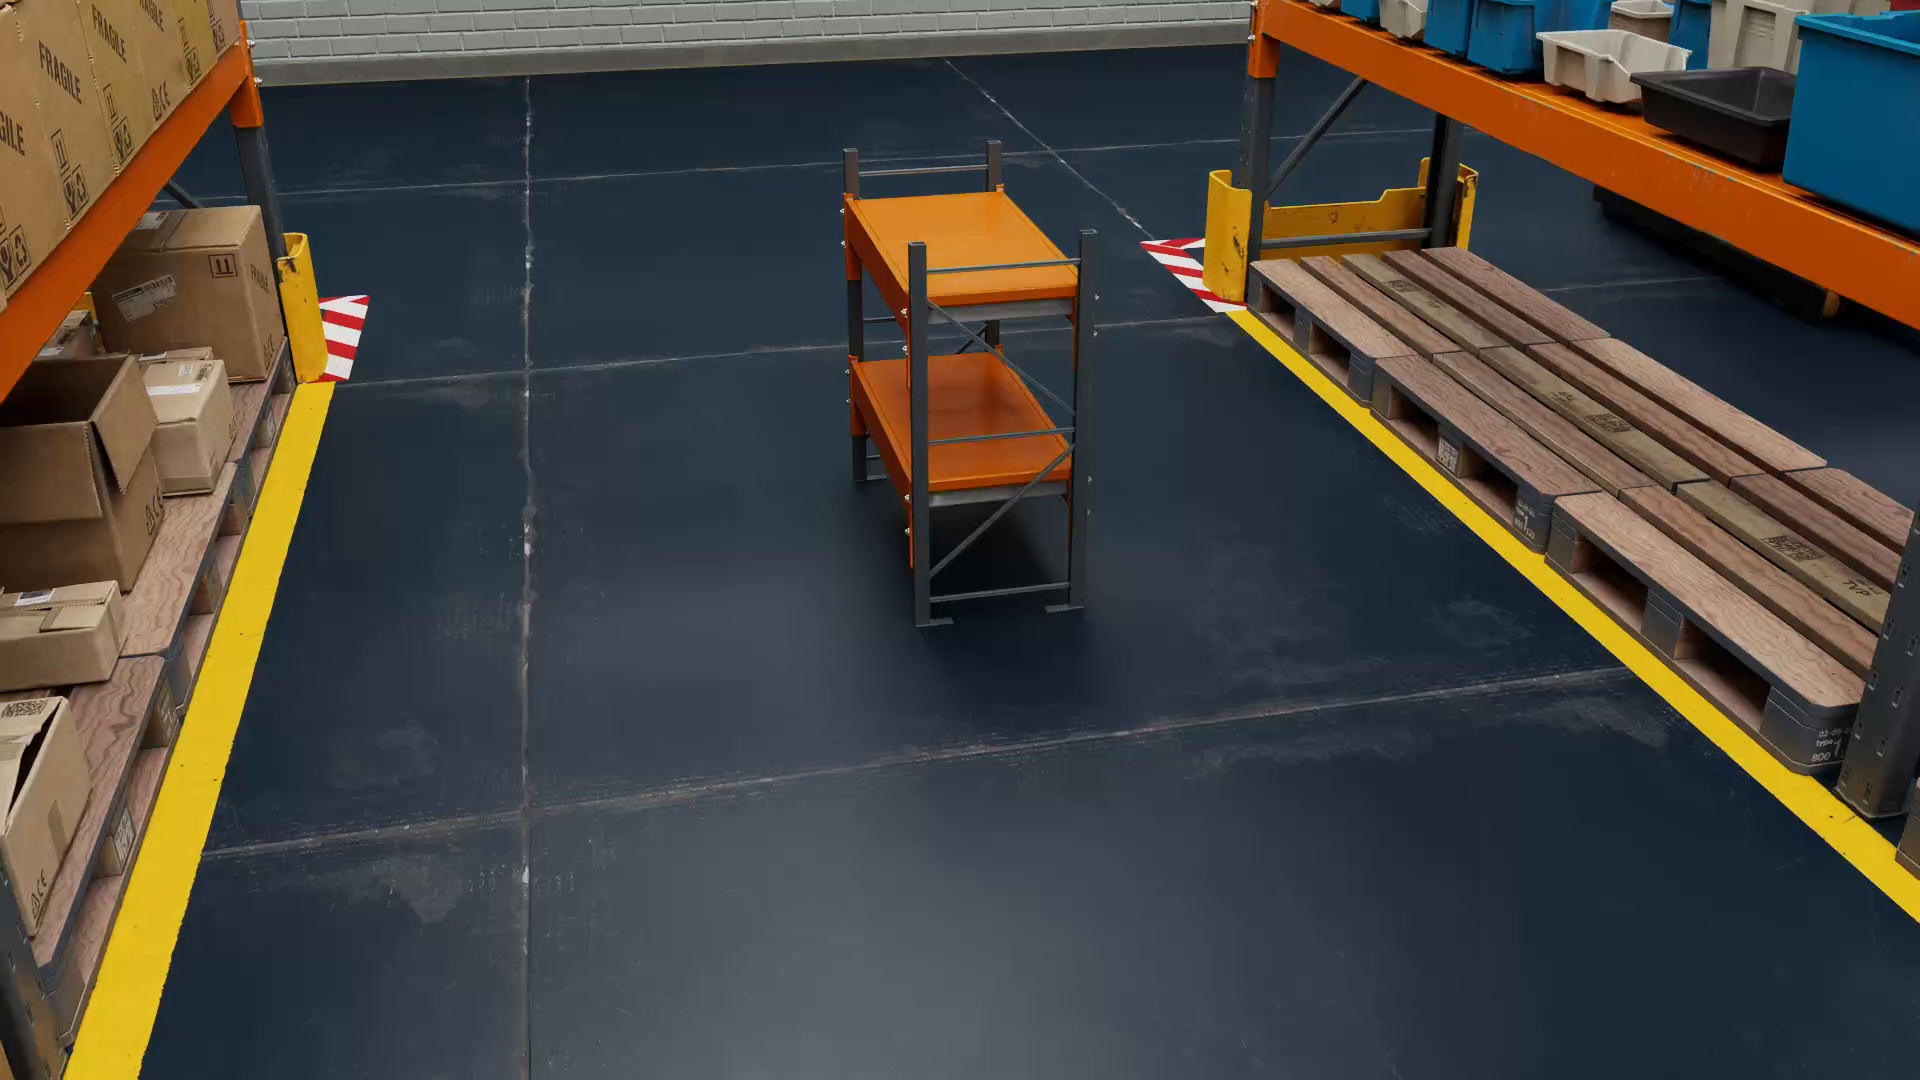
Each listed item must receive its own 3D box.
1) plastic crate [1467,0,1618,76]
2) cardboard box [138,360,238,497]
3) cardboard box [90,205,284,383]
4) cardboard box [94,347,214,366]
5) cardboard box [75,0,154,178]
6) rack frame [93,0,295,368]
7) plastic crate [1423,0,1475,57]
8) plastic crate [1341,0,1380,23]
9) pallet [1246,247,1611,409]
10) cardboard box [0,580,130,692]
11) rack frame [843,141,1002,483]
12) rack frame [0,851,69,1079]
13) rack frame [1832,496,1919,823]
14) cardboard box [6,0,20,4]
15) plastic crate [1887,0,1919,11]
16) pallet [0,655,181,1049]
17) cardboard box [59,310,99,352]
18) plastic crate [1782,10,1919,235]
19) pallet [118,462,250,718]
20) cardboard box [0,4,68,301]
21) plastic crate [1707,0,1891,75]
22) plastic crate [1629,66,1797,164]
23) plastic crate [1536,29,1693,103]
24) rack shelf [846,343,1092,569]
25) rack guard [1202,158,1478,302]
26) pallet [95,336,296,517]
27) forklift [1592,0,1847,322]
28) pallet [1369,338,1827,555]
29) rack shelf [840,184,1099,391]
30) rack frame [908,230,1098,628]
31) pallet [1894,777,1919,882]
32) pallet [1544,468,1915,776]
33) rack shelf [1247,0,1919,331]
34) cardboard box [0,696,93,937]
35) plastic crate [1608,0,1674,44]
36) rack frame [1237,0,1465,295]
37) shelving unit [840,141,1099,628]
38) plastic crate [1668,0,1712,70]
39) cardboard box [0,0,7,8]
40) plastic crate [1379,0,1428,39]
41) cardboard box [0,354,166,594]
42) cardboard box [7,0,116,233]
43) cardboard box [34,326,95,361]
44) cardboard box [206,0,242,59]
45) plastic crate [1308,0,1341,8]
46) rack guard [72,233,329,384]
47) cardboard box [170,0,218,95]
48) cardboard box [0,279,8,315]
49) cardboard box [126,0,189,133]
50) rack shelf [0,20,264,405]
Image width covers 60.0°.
[{"bbox_3d":[1.815,-1.605,5.220,0.416,0.233,0.300,-6,27,-12],"label":"plastic crate"},{"bbox_3d":[-2.564,-0.338,5.155,0.500,0.250,0.500,-6,27,-12],"label":"cardboard box"},{"bbox_3d":[-2.749,-0.870,5.931,0.500,0.500,0.500,-6,27,-12],"label":"cardboard box"},{"bbox_3d":[-2.745,-0.534,5.636,0.380,0.166,0.250,-6,27,-12],"label":"cardboard box"},{"bbox_3d":[-2.404,-1.211,4.209,0.500,0.500,0.500,-6,27,-12],"label":"cardboard box"},{"bbox_3d":[-3.111,-2.003,5.890,1.000,3.000,0.127,-6,27,-12],"label":"rack frame"},{"bbox_3d":[1.747,-1.737,5.482,0.416,0.233,0.300,-6,27,-12],"label":"plastic crate"},{"bbox_3d":[1.599,-2.026,6.054,0.416,0.233,0.300,-6,27,-12],"label":"plastic crate"},{"bbox_3d":[1.863,-0.894,6.787,1.003,0.211,1.213,-6,27,-12],"label":"pallet"},{"bbox_3d":[-2.298,0.236,4.109,0.380,0.166,0.250,-6,27,-12],"label":"cardboard box"},{"bbox_3d":[-0.116,-0.728,5.445,0.500,1.125,0.032,-6,27,-12],"label":"rack frame"},{"bbox_3d":[-2.210,-0.247,2.411,1.000,3.000,0.127,-6,27,-12],"label":"rack frame"},{"bbox_3d":[2.617,-0.749,3.404,1.000,3.000,0.127,-6,27,-12],"label":"rack frame"},{"bbox_3d":[-2.274,-1.426,3.526,0.500,0.500,0.500,-7,28,-13],"label":"cardboard box"},{"bbox_3d":[2.660,-1.221,4.204,0.402,0.464,0.583,-6,27,-12],"label":"plastic crate"},{"bbox_3d":[-2.364,0.696,3.637,1.003,0.211,1.213,-6,27,-12],"label":"pallet"},{"bbox_3d":[-3.352,-0.708,6.000,0.380,0.149,0.250,-6,27,-12],"label":"cardboard box"},{"bbox_3d":[2.179,-0.939,3.732,0.392,0.384,0.575,-6,27,-12],"label":"plastic crate"},{"bbox_3d":[-2.642,0.159,4.700,1.003,0.211,1.213,-6,27,-12],"label":"pallet"},{"bbox_3d":[-2.178,-0.768,3.331,0.500,0.500,0.500,-5,27,-11],"label":"cardboard box"},{"bbox_3d":[2.452,-1.412,4.783,0.437,0.282,0.530,-6,27,-12],"label":"plastic crate"},{"bbox_3d":[2.103,-1.117,4.372,0.437,0.125,0.590,-6,27,-12],"label":"plastic crate"},{"bbox_3d":[1.932,-1.392,4.904,0.293,0.136,0.466,-6,27,-12],"label":"plastic crate"},{"bbox_3d":[-0.002,-0.287,5.113,0.538,0.278,1.000,-6,27,-12],"label":"rack shelf"},{"bbox_3d":[1.697,-1.398,7.465,1.175,0.500,0.348,-6,27,-12],"label":"rack guard"},{"bbox_3d":[-2.914,-0.375,5.759,1.003,0.211,1.213,-6,27,-12],"label":"pallet"},{"bbox_3d":[4.084,-2.421,6.793,1.130,2.935,3.031,-6,27,-11],"label":"forklift"},{"bbox_3d":[2.135,-0.359,5.728,1.003,0.211,1.213,-6,27,-12],"label":"pallet"},{"bbox_3d":[-0.002,-0.766,4.871,0.538,0.278,1.000,-6,27,-12],"label":"rack shelf"},{"bbox_3d":[0.113,-0.282,4.560,0.500,1.125,0.032,-6,27,-12],"label":"rack frame"},{"bbox_3d":[2.750,0.839,3.353,1.003,0.211,1.213,-6,27,-12],"label":"pallet"},{"bbox_3d":[2.413,0.177,4.665,1.003,0.211,1.213,-6,27,-12],"label":"pallet"},{"bbox_3d":[2.166,-1.306,5.306,1.077,0.370,4.000,-6,27,-12],"label":"rack shelf"},{"bbox_3d":[-2.094,0.550,3.326,0.500,0.311,0.500,-6,27,-12],"label":"cardboard box"},{"bbox_3d":[2.298,-1.698,5.510,0.298,0.136,0.250,-6,27,-12],"label":"plastic crate"},{"bbox_3d":[1.715,-2.505,6.883,1.000,3.000,0.127,-6,27,-12],"label":"rack frame"},{"bbox_3d":[-0.002,-0.505,5.002,0.538,1.125,1.048,-6,27,-12],"label":"shelving unit"},{"bbox_3d":[2.428,-1.581,5.173,0.416,0.233,0.300,-6,27,-12],"label":"plastic crate"},{"bbox_3d":[-2.159,-1.200,3.078,0.500,0.500,0.500,-7,28,-13],"label":"cardboard box"},{"bbox_3d":[1.595,-1.825,5.763,0.250,0.136,0.298,-6,27,-12],"label":"plastic crate"},{"bbox_3d":[-2.638,-0.154,4.508,0.797,0.503,0.637,-6,27,-12],"label":"cardboard box"},{"bbox_3d":[-2.288,-0.988,3.767,0.500,0.500,0.500,-6,27,-12],"label":"cardboard box"},{"bbox_3d":[-3.153,-0.485,5.446,0.500,0.250,0.500,-6,27,-12],"label":"cardboard box"},{"bbox_3d":[-2.745,-1.879,5.533,0.500,0.500,0.500,-5,27,-10],"label":"cardboard box"},{"bbox_3d":[1.442,-2.123,6.353,0.250,0.136,0.298,-6,27,-12],"label":"plastic crate"},{"bbox_3d":[-3.094,-0.854,6.387,1.175,0.500,0.348,-6,27,-12],"label":"rack guard"},{"bbox_3d":[-2.625,-1.652,5.082,0.500,0.500,0.500,-6,27,-11],"label":"cardboard box"},{"bbox_3d":[-2.059,-0.543,2.887,0.500,0.500,0.500,-5,27,-10],"label":"cardboard box"},{"bbox_3d":[-2.518,-1.432,4.647,0.500,0.500,0.500,-6,27,-11],"label":"cardboard box"},{"bbox_3d":[-2.661,-0.804,4.313,1.077,0.370,4.000,-6,27,-12],"label":"rack shelf"}]
